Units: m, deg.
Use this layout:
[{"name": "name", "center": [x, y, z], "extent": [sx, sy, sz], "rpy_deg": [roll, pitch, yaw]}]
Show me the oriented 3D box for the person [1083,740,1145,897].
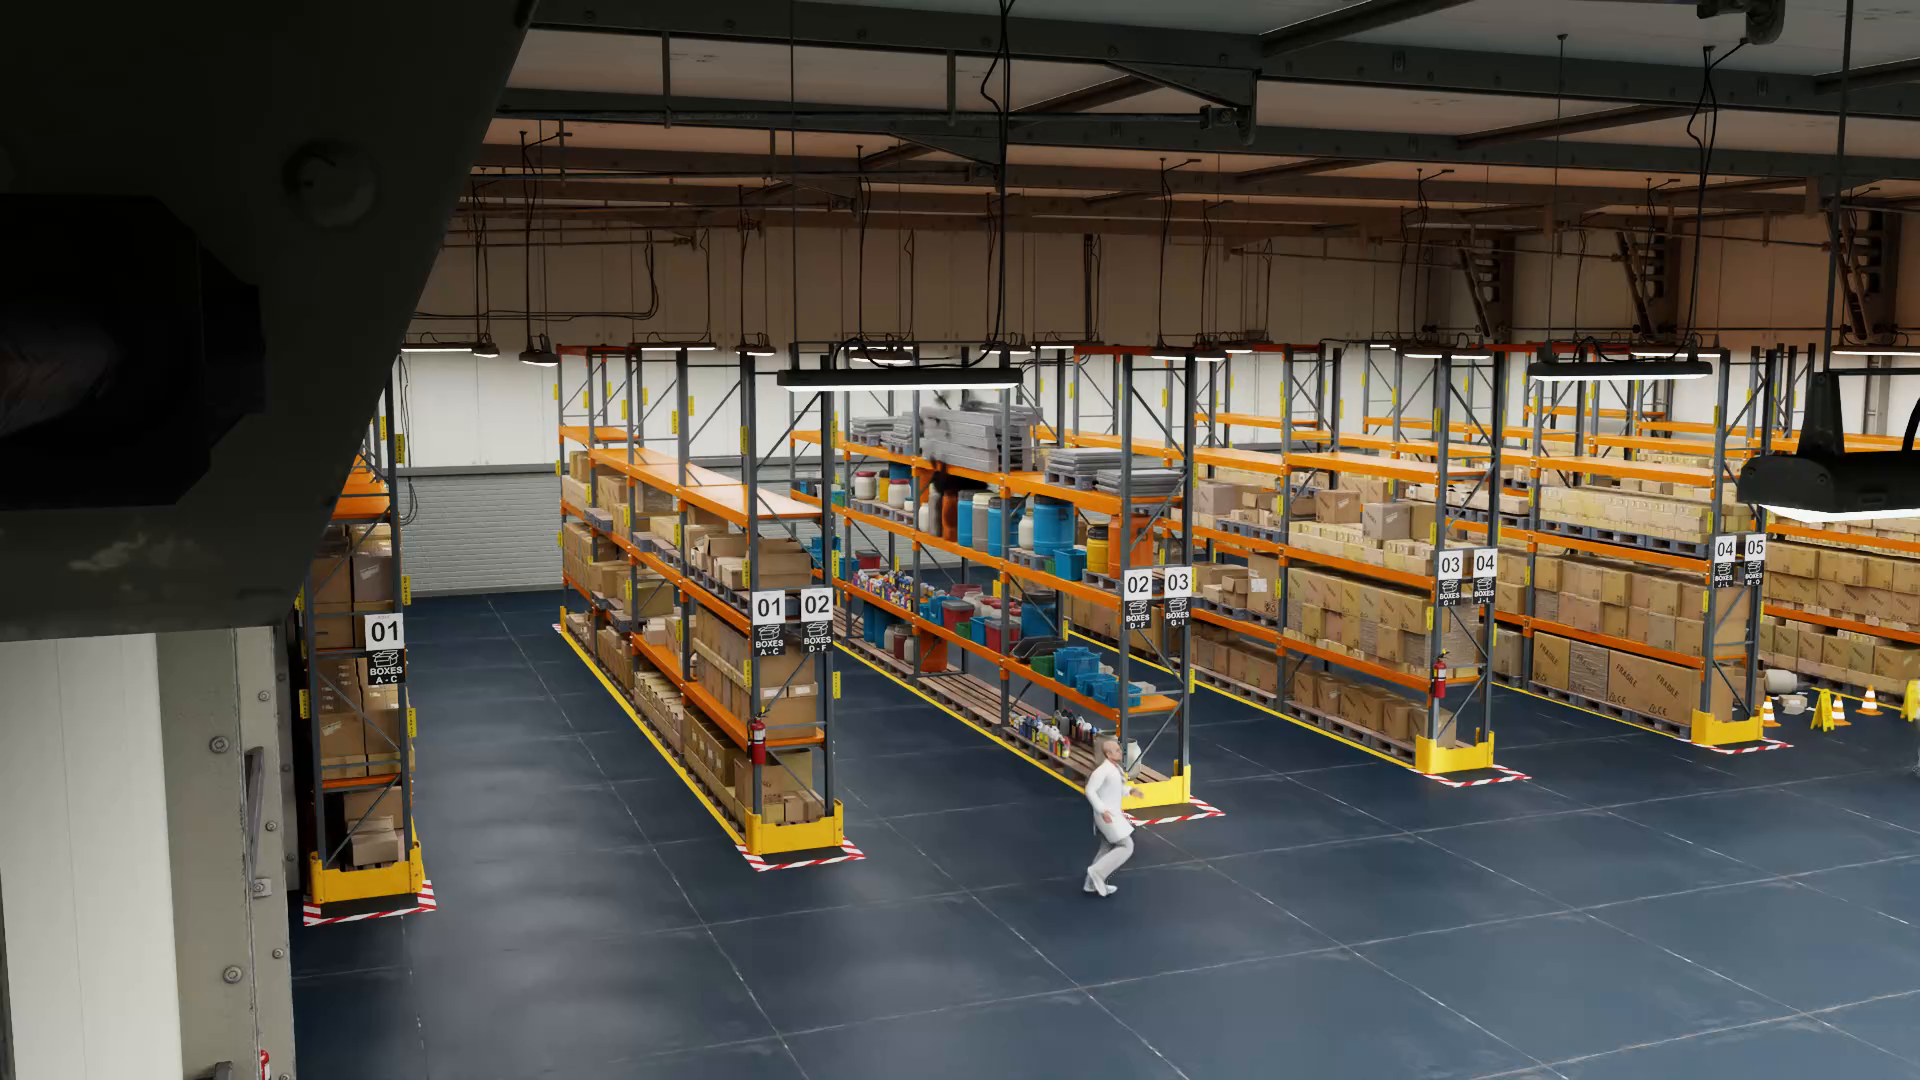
[{"name": "person", "center": [1.727, 3.102, 18.620], "extent": [0.671, 1.748, 0.668], "rpy_deg": [1, 7, 9]}]
